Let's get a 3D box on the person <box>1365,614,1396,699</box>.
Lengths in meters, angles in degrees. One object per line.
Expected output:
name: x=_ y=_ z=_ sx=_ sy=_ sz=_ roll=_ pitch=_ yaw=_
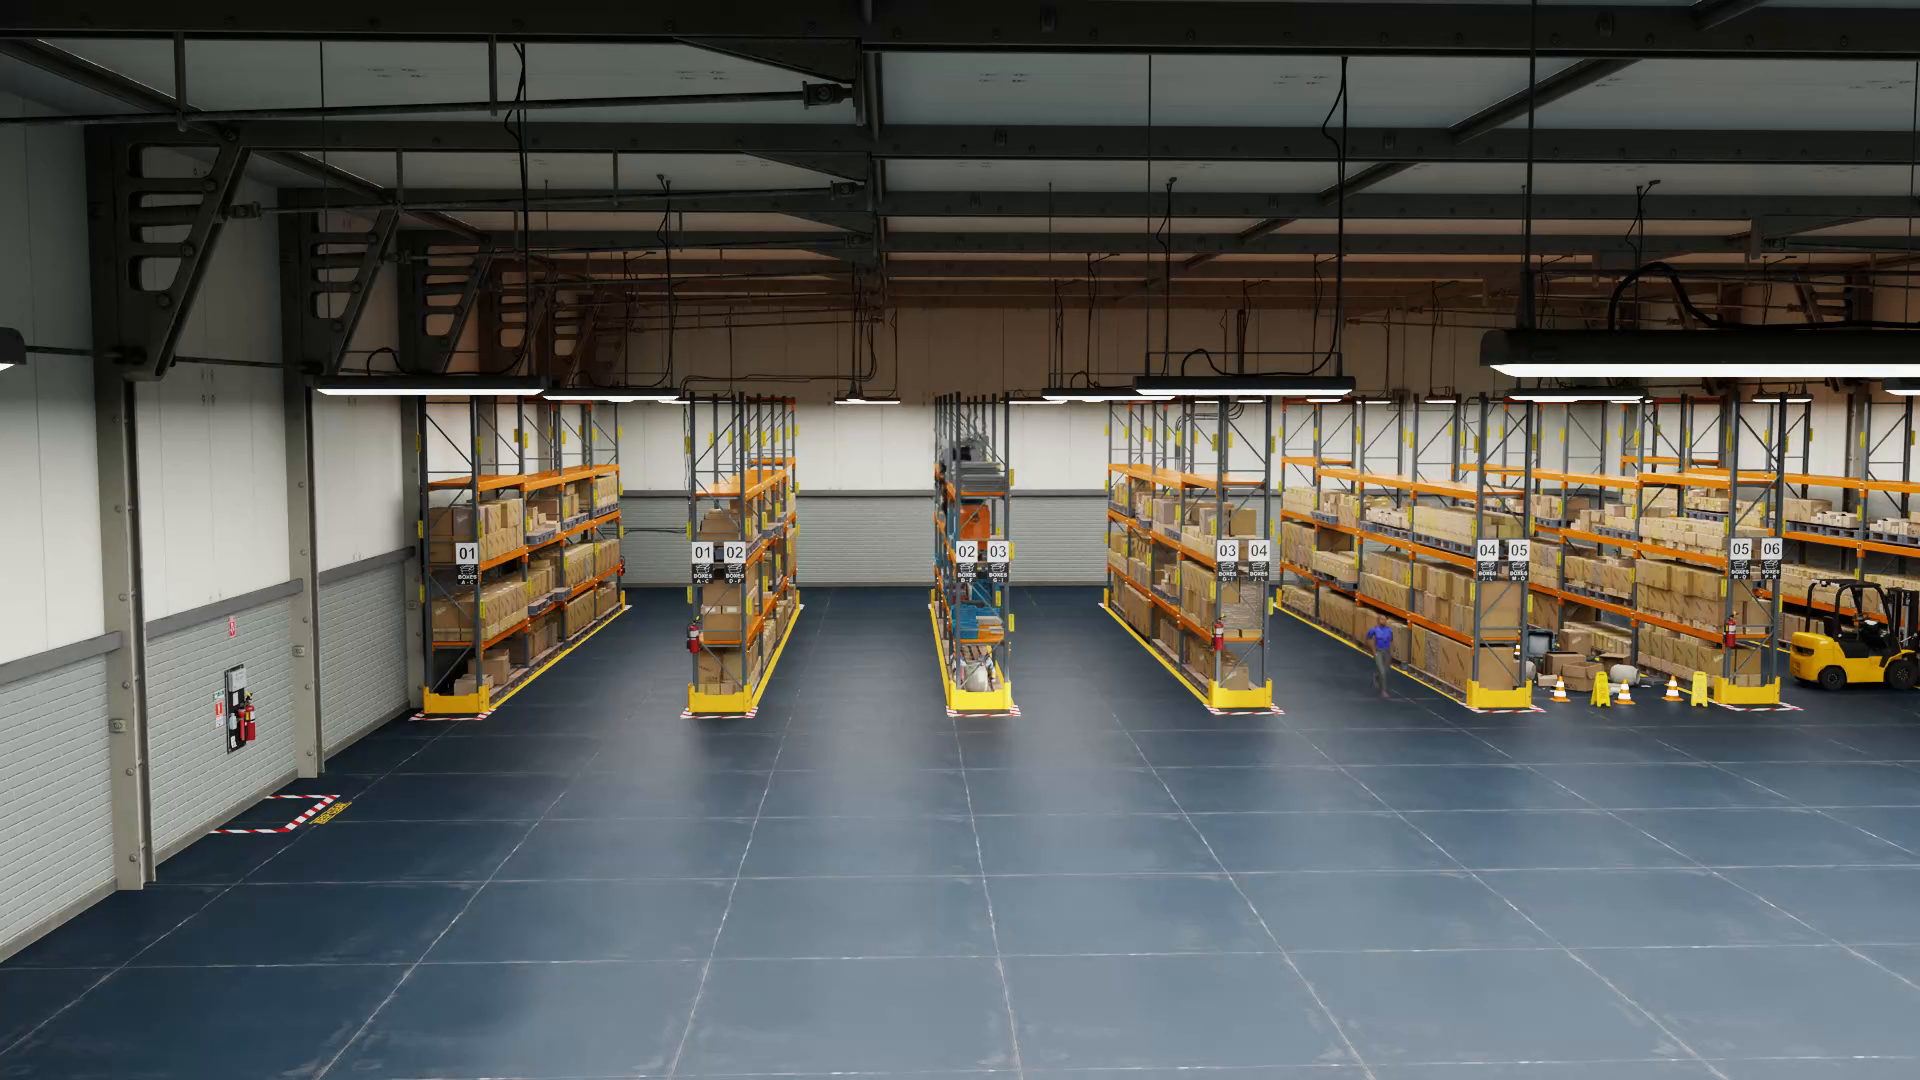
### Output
person: x=8.335 y=2.291 z=32.975 sx=0.577 sy=1.630 sz=0.750 roll=-1 pitch=5 yaw=-12

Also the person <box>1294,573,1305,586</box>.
person: x=10.150 y=1.001 z=49.058 sx=0.591 sy=1.591 sz=0.673 roll=2 pitch=5 yaw=19
